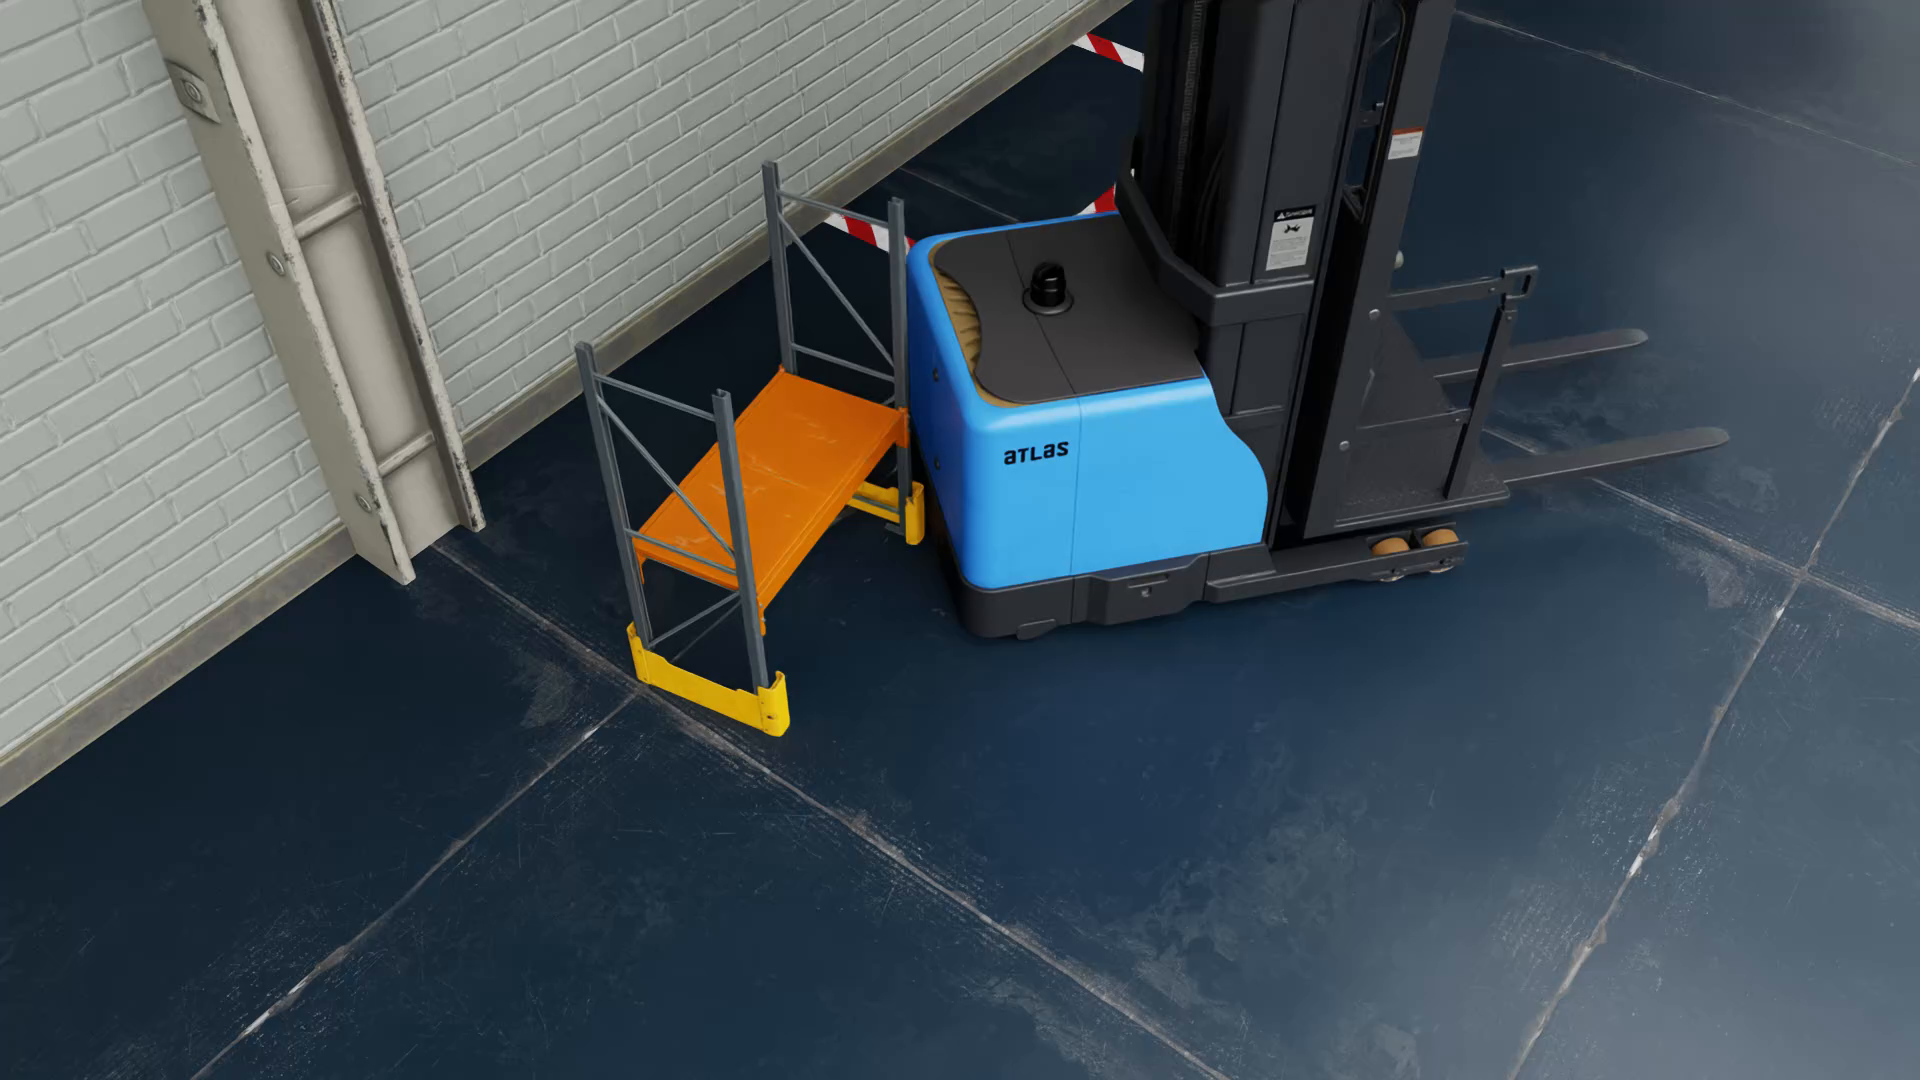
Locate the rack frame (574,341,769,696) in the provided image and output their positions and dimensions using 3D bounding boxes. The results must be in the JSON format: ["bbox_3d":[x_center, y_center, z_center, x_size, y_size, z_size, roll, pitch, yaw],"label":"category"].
[{"bbox_3d":[-0.860,0.043,5.172,0.500,1.500,0.032,20,49,18],"label":"rack frame"}]

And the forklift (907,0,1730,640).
[{"bbox_3d":[1.375,-1.224,5.392,3.031,2.935,1.130,-10,47,-9],"label":"forklift"}]

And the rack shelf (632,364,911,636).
[{"bbox_3d":[-0.633,-0.162,5.616,0.538,0.185,1.000,20,49,18],"label":"rack shelf"}]

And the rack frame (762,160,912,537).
[{"bbox_3d":[-0.405,-0.615,5.800,0.500,1.500,0.032,20,49,18],"label":"rack frame"}]

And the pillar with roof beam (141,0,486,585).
[{"bbox_3d":[1.372,-1.218,1.191,9.100,9.000,0.400,29,53,25],"label":"pillar with roof beam"}]

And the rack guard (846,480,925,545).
[{"bbox_3d":[-0.406,-0.182,6.251,0.587,0.250,0.087,20,49,18],"label":"rack guard"}]

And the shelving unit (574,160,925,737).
[{"bbox_3d":[-0.629,-0.292,5.492,0.587,1.500,1.083,20,49,18],"label":"shelving unit"}]

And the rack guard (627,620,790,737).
[{"bbox_3d":[-0.851,0.462,5.636,0.587,0.250,0.087,20,49,18],"label":"rack guard"}]
